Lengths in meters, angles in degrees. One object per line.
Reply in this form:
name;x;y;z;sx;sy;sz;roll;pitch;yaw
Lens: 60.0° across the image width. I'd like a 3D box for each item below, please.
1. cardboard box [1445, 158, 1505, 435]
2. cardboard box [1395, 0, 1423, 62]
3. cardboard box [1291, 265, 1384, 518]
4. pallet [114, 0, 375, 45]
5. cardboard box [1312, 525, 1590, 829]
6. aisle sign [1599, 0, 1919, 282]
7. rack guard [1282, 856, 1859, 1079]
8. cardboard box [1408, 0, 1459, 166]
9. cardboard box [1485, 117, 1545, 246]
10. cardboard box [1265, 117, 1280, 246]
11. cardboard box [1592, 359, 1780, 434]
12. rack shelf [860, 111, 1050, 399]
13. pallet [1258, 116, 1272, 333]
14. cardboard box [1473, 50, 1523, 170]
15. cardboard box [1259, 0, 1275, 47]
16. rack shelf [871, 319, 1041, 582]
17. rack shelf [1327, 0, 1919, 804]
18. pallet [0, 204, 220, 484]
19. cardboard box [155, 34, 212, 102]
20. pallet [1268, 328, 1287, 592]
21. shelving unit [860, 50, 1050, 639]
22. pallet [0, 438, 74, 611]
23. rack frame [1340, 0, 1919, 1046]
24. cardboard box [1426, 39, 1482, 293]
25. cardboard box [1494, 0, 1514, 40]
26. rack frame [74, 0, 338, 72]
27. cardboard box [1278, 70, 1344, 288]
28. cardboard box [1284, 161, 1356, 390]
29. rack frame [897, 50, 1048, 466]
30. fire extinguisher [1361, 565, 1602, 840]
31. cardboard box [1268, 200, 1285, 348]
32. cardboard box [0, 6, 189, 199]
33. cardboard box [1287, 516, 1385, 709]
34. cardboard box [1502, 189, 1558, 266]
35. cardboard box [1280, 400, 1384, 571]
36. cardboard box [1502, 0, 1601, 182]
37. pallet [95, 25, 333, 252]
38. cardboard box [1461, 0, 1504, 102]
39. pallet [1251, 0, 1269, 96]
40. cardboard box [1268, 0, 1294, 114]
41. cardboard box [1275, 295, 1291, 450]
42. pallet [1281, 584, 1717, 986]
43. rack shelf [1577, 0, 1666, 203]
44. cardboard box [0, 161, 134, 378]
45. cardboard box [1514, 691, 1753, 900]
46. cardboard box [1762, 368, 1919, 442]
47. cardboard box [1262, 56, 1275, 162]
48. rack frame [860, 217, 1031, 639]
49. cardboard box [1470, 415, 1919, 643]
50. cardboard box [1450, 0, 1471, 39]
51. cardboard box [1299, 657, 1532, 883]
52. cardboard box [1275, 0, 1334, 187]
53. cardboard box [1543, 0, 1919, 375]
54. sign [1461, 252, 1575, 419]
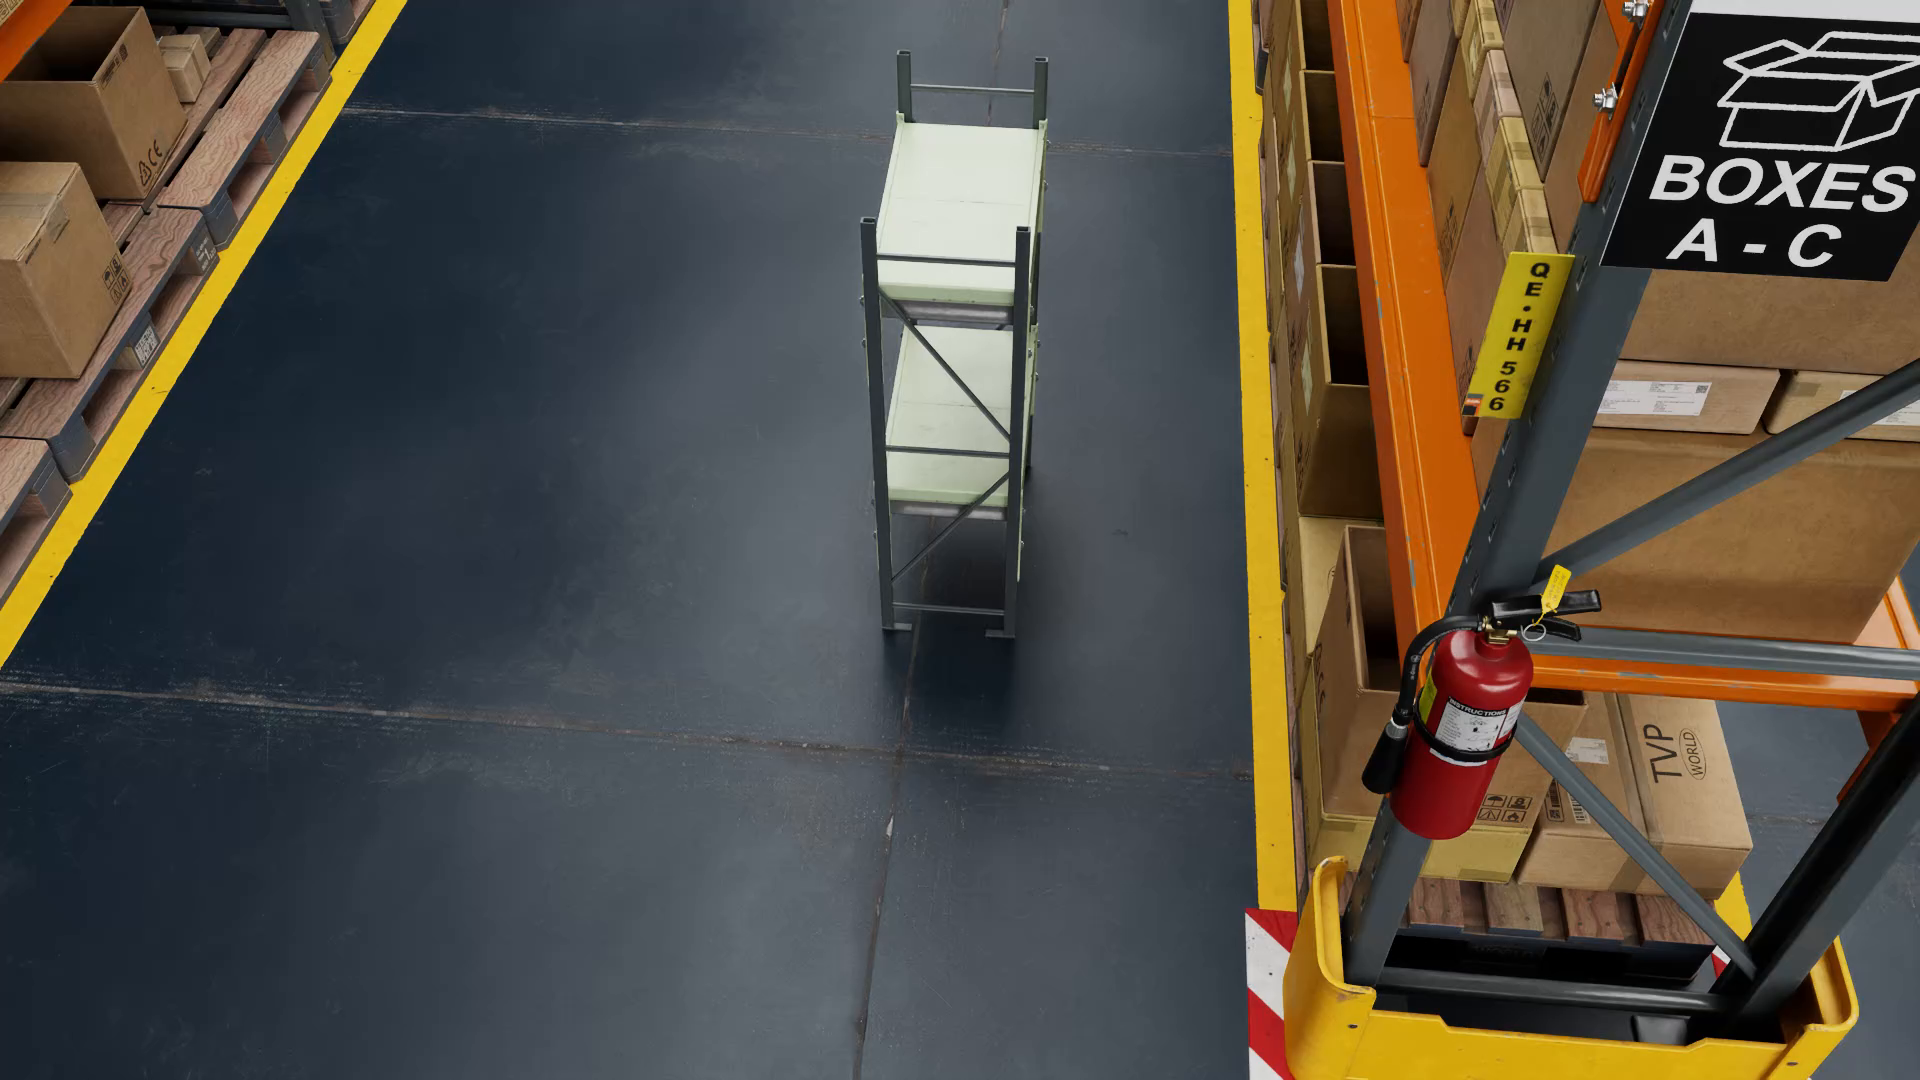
cardboard box;1.494;-0.553;3.655;0.700;0.500;0.500;5;48;5
cardboard box;1.635;-1.681;4.687;0.700;0.500;0.500;5;48;4
cardboard box;1.224;-0.408;4.661;0.500;0.500;0.500;4;48;4
pallet;-3.104;-2.692;7.569;1.003;0.211;1.213;4;48;4
cardboard box;1.148;0.328;3.988;0.500;0.500;0.500;4;48;4
aisle sign;1.097;-0.640;2.041;0.394;0.787;0.004;4;48;4
rack guard;1.393;1.070;3.932;1.175;0.500;0.348;4;48;4
cardboard box;1.589;-1.305;4.343;0.700;0.500;0.500;5;48;5
cardboard box;1.286;-0.717;3.366;0.380;0.149;0.250;3;48;3
cardboard box;1.365;-1.256;5.945;0.500;0.250;0.500;4;48;4
cardboard box;1.240;-0.337;3.018;0.380;0.149;0.250;3;48;3
rack shelf;-0.001;-0.765;4.404;0.431;0.370;0.720;4;48;4
pallet;1.646;-1.208;6.211;1.003;0.211;1.213;4;48;4
cardboard box;1.311;-0.902;3.535;0.380;0.149;0.250;4;48;4
cardboard box;1.509;-2.268;6.871;0.500;0.250;0.500;3;48;3
rack shelf;-0.001;-0.281;4.933;0.431;0.370;0.720;4;48;4
rack shelf;1.578;-1.018;4.636;1.077;0.370;4.000;4;48;4
pallet;-3.308;-0.725;5.770;1.003;0.211;1.213;4;48;4
cardboard box;-3.192;-1.858;6.538;0.380;0.166;0.250;-2;48;-2
pallet;1.537;-0.309;5.389;1.003;0.211;1.213;4;48;4
shelving unit;-0.001;-0.501;4.692;0.431;1.500;0.755;4;48;4
pallet;-3.422;0.169;4.952;1.003;0.211;1.213;4;48;4
rack frame;1.395;0.209;3.026;1.000;3.000;0.127;4;48;4
cardboard box;1.545;-0.918;3.989;0.700;0.500;0.500;4;48;4
cardboard box;1.543;-1.401;3.552;0.700;0.500;0.500;4;48;4
rack frame;-3.173;-3.061;6.017;1.000;3.000;0.127;4;48;4
cardboard box;1.315;-1.142;5.333;0.500;0.500;0.500;4;48;4
cardboard box;1.271;-0.775;4.997;0.500;0.500;0.500;4;48;4
rack frame;0.033;-0.770;4.938;0.400;1.500;0.023;4;48;4
fire extinguisher;0.922;0.291;3.004;0.296;0.674;0.183;4;48;4
cardboard box;1.314;-0.889;5.609;0.500;0.250;0.500;4;48;4
cardboard box;-3.228;-1.600;6.077;0.500;0.500;0.500;1;48;1
cardboard box;1.184;0.213;4.601;0.500;0.250;0.500;4;48;4
cardboard box;1.263;-0.530;3.194;0.380;0.149;0.250;5;48;5
cardboard box;1.227;-0.154;4.937;0.500;0.250;0.500;4;48;4
cardboard box;1.498;-1.030;3.213;0.700;0.500;0.500;3;48;3
pallet;-3.199;-1.624;6.592;1.003;0.211;1.213;4;48;4
cardboard box;1.335;-1.095;3.712;0.380;0.149;0.250;5;48;5
pallet;1.788;-2.333;7.241;1.003;0.211;1.213;4;48;4
cardboard box;1.406;-1.877;6.005;0.500;0.500;0.500;4;48;4
cardboard box;1.275;-0.522;5.273;0.500;0.250;0.500;4;48;4
pallet;1.423;0.585;4.571;1.003;0.211;1.213;4;48;4
rack shelf;1.578;-2.030;3.529;1.077;0.370;4.000;4;48;4
cardboard box;-3.217;-0.883;5.421;0.700;0.500;0.500;1;48;1
cardboard box;1.666;0.616;4.232;0.500;0.250;0.500;4;48;4
cardboard box;1.646;-0.317;3.000;0.380;0.149;0.250;4;48;3
cardboard box;1.416;-1.624;6.281;0.500;0.250;0.500;4;48;4
rack frame;-0.034;-0.232;4.446;0.400;1.500;0.023;4;48;4
cardboard box;1.451;-0.167;3.302;0.700;0.500;0.500;4;48;4
cardboard box;1.357;-1.289;3.889;0.380;0.149;0.250;5;48;5
cardboard box;1.150;0.581;4.264;0.500;0.250;0.500;4;48;4
cardboard box;1.368;-1.509;5.668;0.500;0.500;0.500;4;48;4
cardboard box;1.455;-0.644;2.859;0.700;0.500;0.500;4;48;4
sign;0.856;-0.308;2.554;0.100;0.325;0.005;4;48;4
